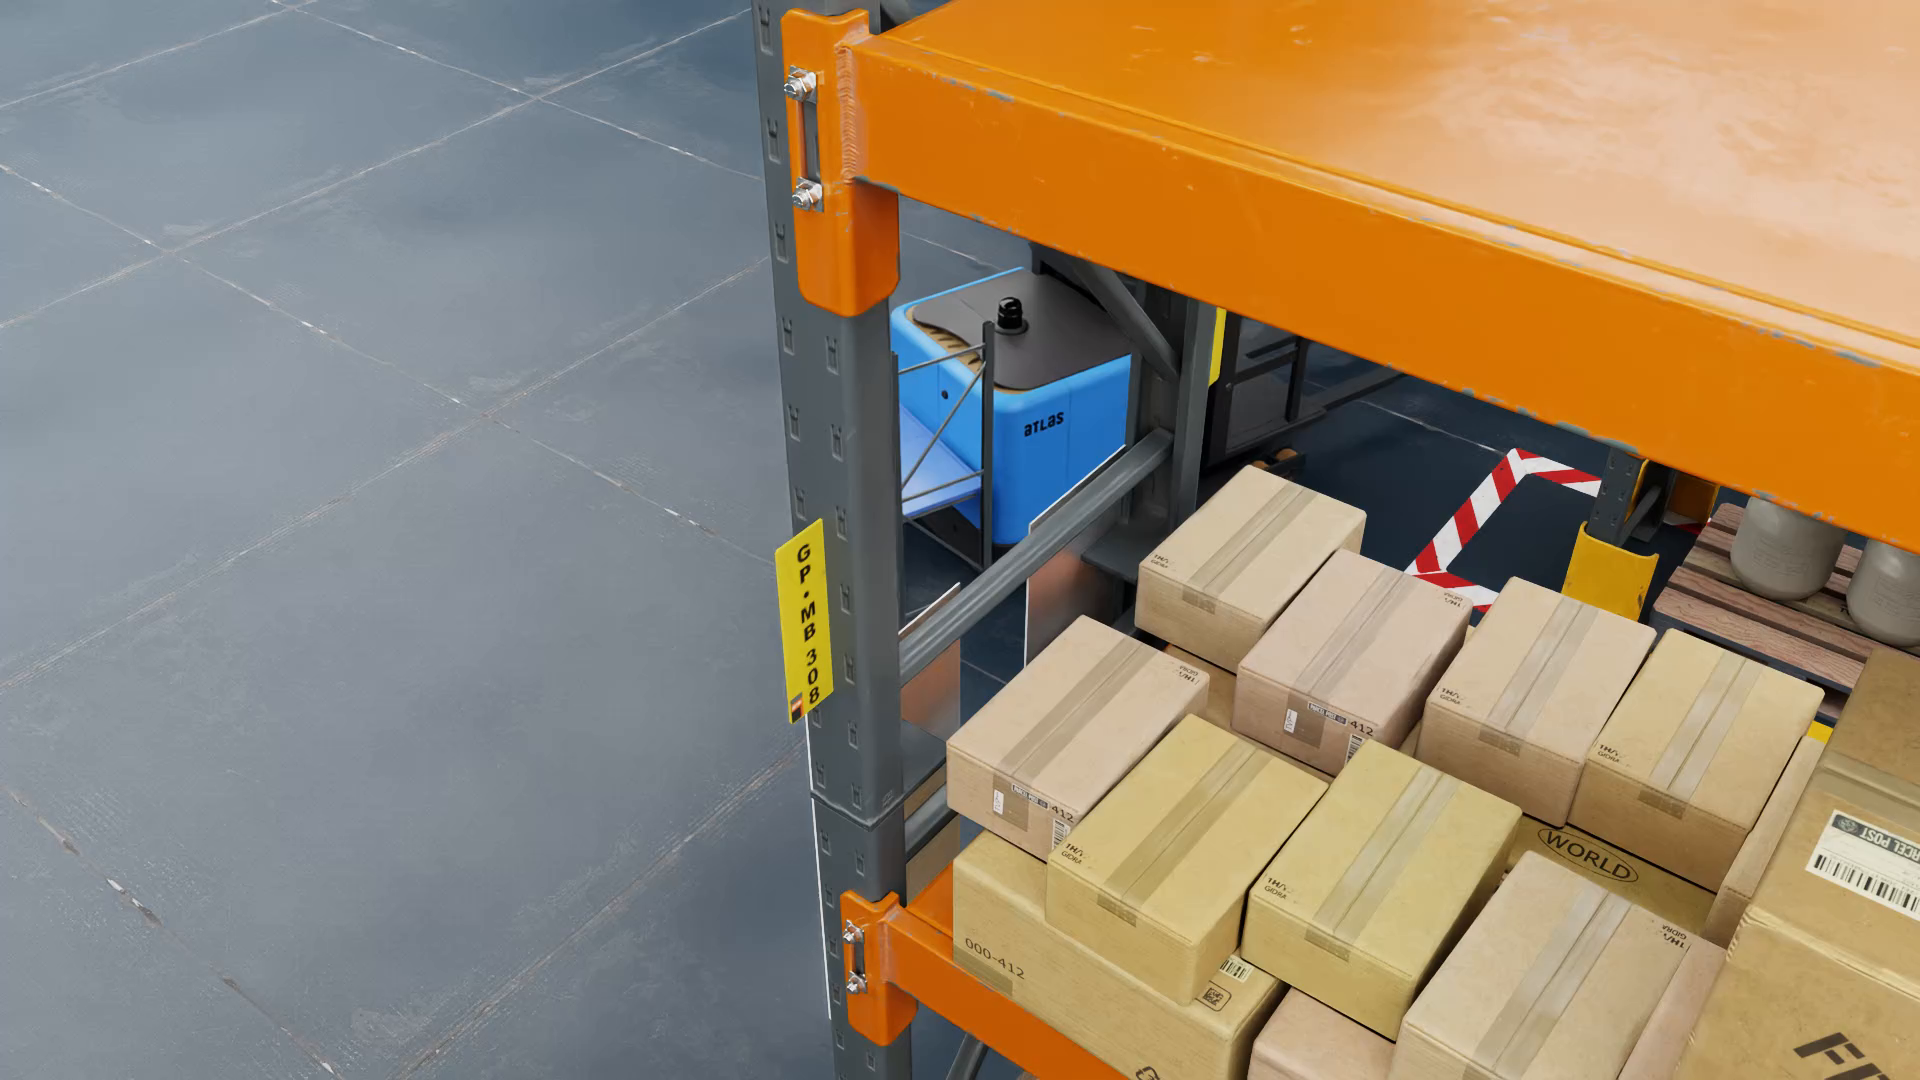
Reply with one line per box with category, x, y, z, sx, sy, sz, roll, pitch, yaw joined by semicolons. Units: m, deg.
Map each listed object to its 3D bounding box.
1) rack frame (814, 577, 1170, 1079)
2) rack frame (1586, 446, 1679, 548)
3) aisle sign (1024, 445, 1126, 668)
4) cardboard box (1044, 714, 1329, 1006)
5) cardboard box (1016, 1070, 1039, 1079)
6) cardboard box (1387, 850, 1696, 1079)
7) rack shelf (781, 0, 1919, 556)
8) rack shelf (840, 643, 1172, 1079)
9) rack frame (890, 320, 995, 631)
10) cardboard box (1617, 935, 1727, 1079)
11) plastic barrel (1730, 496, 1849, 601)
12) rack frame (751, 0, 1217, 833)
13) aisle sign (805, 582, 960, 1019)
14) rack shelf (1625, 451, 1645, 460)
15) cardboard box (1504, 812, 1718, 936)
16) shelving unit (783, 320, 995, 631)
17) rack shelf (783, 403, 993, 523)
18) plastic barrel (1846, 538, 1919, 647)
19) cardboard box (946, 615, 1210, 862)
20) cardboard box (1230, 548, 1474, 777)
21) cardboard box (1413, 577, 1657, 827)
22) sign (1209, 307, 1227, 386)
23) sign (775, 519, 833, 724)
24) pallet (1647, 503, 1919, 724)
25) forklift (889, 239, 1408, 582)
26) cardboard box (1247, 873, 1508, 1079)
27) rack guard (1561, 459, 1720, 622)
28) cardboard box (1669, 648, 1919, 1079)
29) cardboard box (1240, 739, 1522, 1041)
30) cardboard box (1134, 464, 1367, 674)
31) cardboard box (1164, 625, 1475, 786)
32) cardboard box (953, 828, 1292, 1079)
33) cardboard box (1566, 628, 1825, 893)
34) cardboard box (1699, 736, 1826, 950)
rack frame;0.111;1.379;3.916;0.127;3.000;1.000;25;45;29
rack frame;3.120;-1.046;7.014;0.127;3.000;1.000;25;45;29
aisle sign;0.244;0.185;3.332;0.004;0.787;0.394;25;45;29
cardboard box;0.336;0.461;2.454;0.250;0.149;0.380;26;45;29
cardboard box;0.382;1.168;3.052;0.500;0.500;0.500;25;45;29
cardboard box;0.785;0.632;2.235;0.250;0.149;0.380;27;46;30
rack shelf;1.699;0.051;1.333;4.000;0.370;1.077;25;45;29
rack shelf;1.699;1.230;2.256;4.000;0.370;1.077;25;45;29
rack frame;-0.077;-0.228;7.185;0.500;1.500;0.032;-21;43;-24
cardboard box;0.975;0.725;2.116;0.250;0.149;0.380;25;45;28
plastic barrel;3.689;-0.023;7.384;0.421;0.512;0.421;0;38;0
rack frame;0.111;-0.983;2.067;0.127;3.000;1.000;25;45;29
aisle sign;-0.121;0.479;2.957;0.004;0.787;0.394;25;45;29
rack shelf;4.708;-0.014;6.279;4.000;0.370;1.077;25;45;29
cardboard box;1.046;0.499;2.729;0.500;0.250;0.500;26;45;29
shelving unit;-0.343;-0.495;7.526;0.538;1.500;1.048;-21;43;-24
rack shelf;-0.343;-0.353;7.637;0.538;0.185;1.000;-21;43;-24
plastic barrel;4.087;0.165;7.144;0.421;0.512;0.421;0;38;0
cardboard box;0.189;0.317;2.638;0.250;0.149;0.380;25;44;28
cardboard box;0.656;0.206;2.779;0.250;0.149;0.380;24;44;27
cardboard box;0.940;0.255;2.717;0.250;0.149;0.380;23;44;27
sign;0.464;-0.415;3.056;0.005;0.325;0.100;25;45;29
sign;-0.219;0.120;2.382;0.005;0.325;0.100;25;45;29
pallet;3.851;0.364;7.474;1.213;0.211;1.003;25;45;29
forklift;1.157;-1.637;7.824;3.031;2.935;1.130;-22;43;-26
cardboard box;0.750;0.754;2.402;0.500;0.250;0.500;24;44;28
rack guard;3.209;-0.056;7.777;0.348;0.500;1.175;25;45;29
cardboard box;1.126;0.533;1.836;0.500;0.500;0.500;25;44;28
cardboard box;0.612;0.495;2.410;0.250;0.149;0.380;24;44;28
cardboard box;0.521;0.051;2.977;0.250;0.149;0.380;25;45;29
cardboard box;0.648;0.313;2.966;0.500;0.250;0.500;26;45;30
cardboard box;0.336;0.564;2.645;0.500;0.250;0.500;27;45;30
cardboard box;1.154;0.337;2.612;0.250;0.149;0.380;26;45;29
cardboard box;1.275;0.491;2.415;0.250;0.149;0.380;26;45;29
